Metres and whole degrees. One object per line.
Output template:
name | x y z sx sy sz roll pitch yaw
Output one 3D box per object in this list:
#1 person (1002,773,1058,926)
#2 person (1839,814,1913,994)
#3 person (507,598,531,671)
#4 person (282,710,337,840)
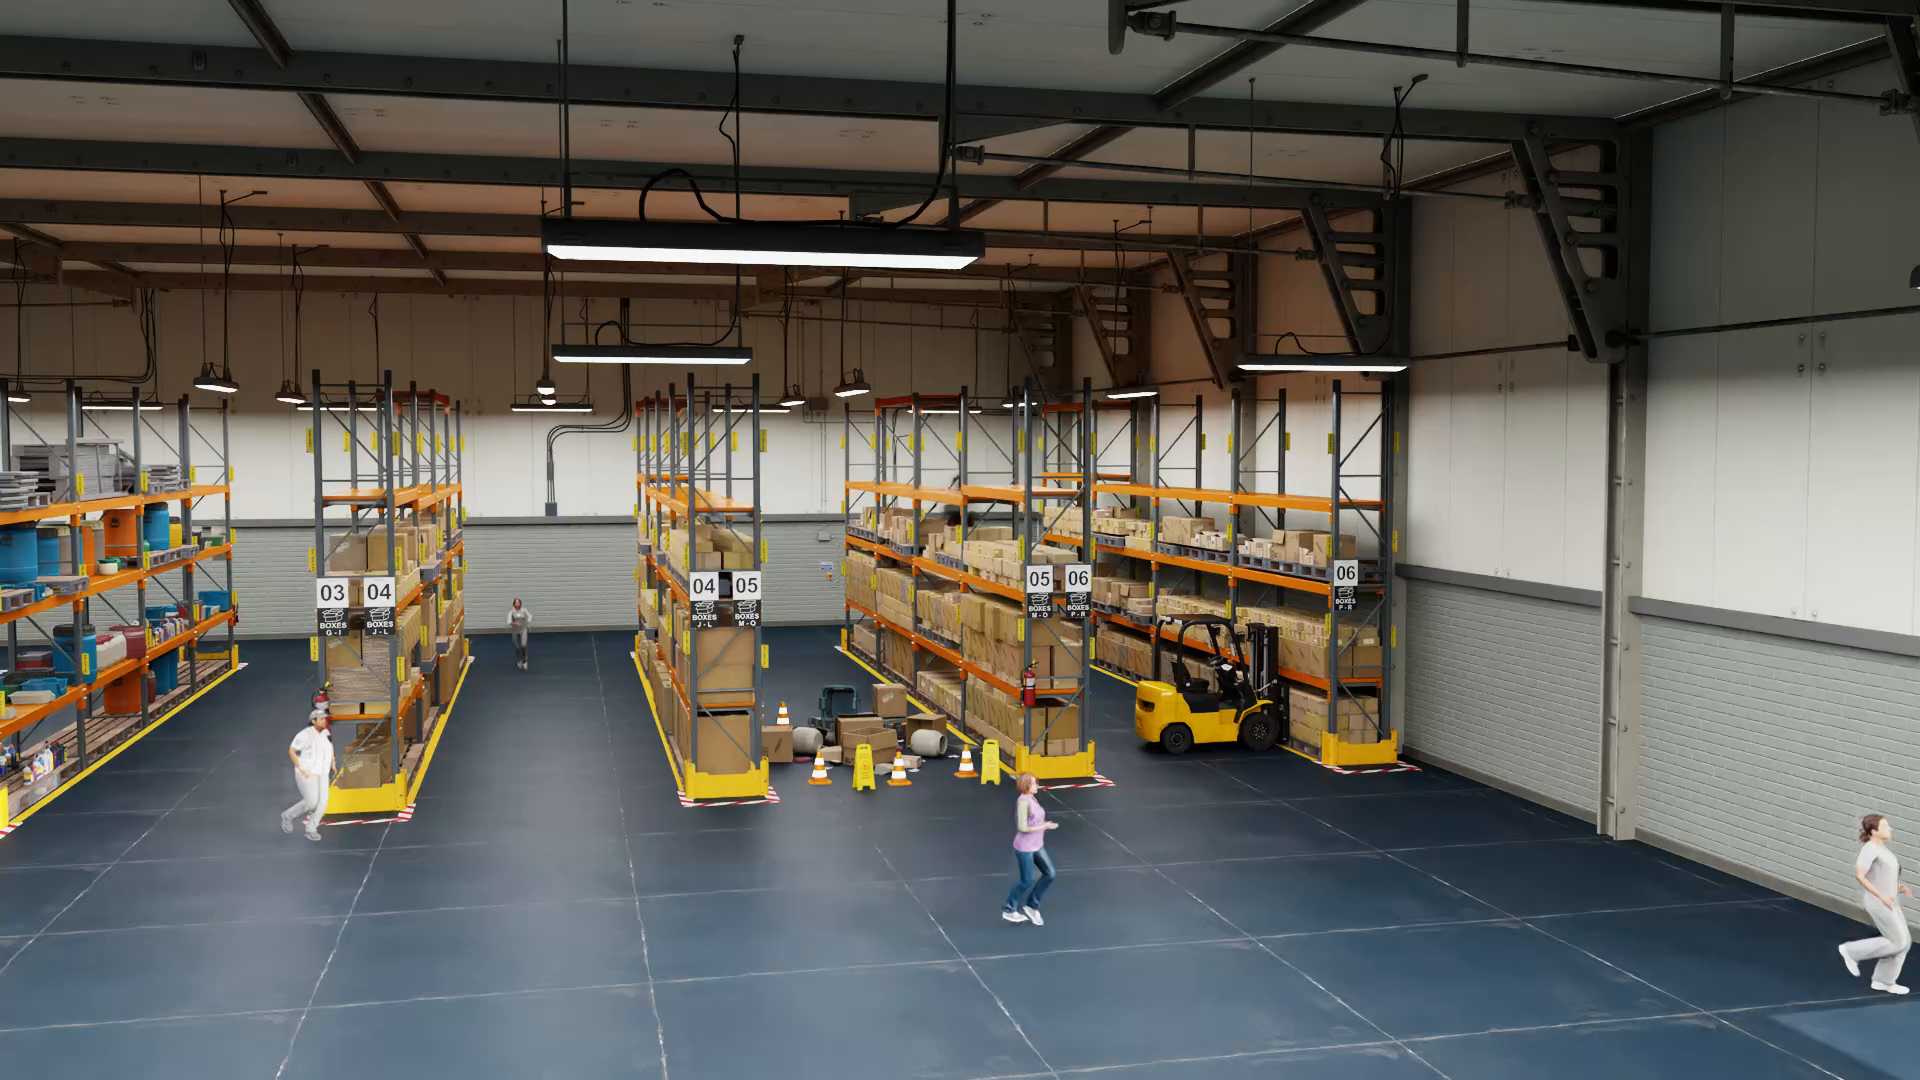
person | 0.740 3.212 17.214 0.635 1.614 0.514 1 4 24
person | 8.396 3.332 15.223 0.572 1.571 0.534 3 4 42
person | -9.750 2.089 36.795 0.516 1.595 0.656 -1 3 -12
person | -8.275 2.977 21.260 0.547 1.622 0.667 2 4 25
